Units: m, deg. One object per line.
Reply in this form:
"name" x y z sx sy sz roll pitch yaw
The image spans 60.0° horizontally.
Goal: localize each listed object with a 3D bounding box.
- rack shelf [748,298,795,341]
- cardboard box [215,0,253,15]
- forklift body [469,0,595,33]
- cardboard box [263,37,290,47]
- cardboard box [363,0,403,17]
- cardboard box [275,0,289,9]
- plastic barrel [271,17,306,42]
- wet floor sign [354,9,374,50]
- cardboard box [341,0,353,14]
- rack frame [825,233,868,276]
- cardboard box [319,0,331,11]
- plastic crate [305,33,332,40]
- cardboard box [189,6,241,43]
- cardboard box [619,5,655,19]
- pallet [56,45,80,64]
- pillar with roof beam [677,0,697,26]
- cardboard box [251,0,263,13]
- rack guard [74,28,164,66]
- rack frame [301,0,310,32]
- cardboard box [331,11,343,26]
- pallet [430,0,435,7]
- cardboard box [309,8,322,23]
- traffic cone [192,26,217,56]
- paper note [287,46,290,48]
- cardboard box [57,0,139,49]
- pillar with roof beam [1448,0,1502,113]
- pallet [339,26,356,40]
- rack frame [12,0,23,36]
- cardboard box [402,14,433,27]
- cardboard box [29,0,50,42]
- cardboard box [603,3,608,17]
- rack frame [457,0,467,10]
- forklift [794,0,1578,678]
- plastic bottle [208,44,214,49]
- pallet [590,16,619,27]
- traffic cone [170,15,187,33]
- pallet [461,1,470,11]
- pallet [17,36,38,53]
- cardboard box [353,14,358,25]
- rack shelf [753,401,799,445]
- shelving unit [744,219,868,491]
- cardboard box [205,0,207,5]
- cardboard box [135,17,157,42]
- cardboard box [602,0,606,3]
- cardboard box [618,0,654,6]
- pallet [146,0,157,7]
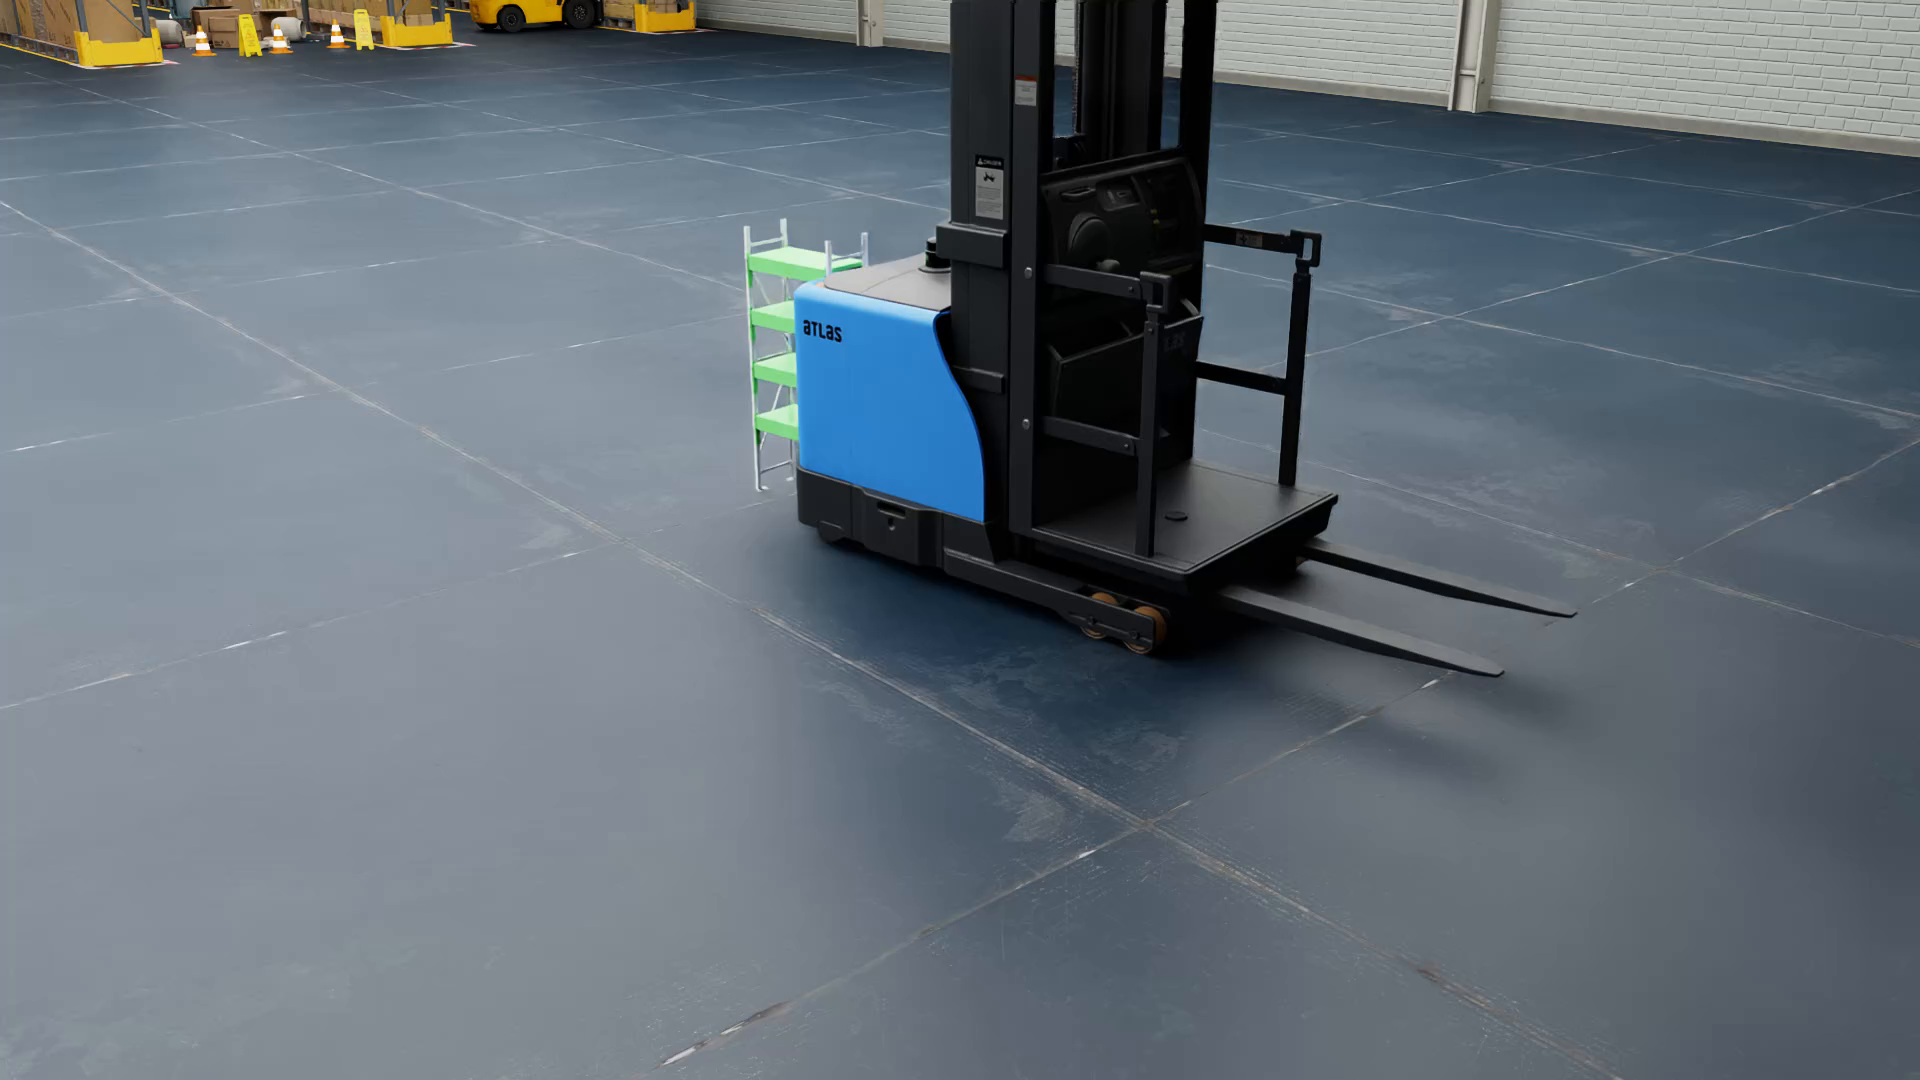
"rack shelf" -0.657 -0.921 7.208 0.480 0.148 0.258 17 27 37
"cardboard box" -13.402 -9.944 30.650 0.500 0.500 0.500 -17 27 -37
"forklift body" -8.324 -10.960 32.017 2.313 2.155 1.214 -17 27 -37
"cardboard box" -11.847 -8.636 28.830 0.380 0.149 0.250 -4 22 -10
"cardboard box" -10.182 -9.506 29.308 0.500 0.500 0.500 -17 27 -37
"cardboard box" -12.889 -10.502 32.711 0.950 0.372 0.625 -15 26 -34
"plastic barrel" -11.957 -9.093 29.620 0.512 0.421 0.421 0 21 -1
"wet floor sign" -10.148 -8.679 28.259 0.267 0.644 0.232 -8 23 -19
"cardboard box" -10.850 -9.791 30.035 0.500 0.500 0.500 -18 28 -39
"rack frame" -0.471 -0.700 7.125 0.015 1.200 0.240 17 27 37
"cardboard box" -11.534 -10.080 30.773 0.500 0.500 0.500 -16 27 -35
"plastic crate" -11.669 -9.199 30.362 0.583 0.080 0.402 12 24 27
"cardboard box" -13.143 -9.122 29.399 0.797 0.637 0.503 -17 27 -37
"cardboard box" -6.250 -10.235 32.197 0.500 0.250 0.500 -17 27 -37
"pallet" -13.727 -7.780 26.559 1.003 0.211 1.213 -17 27 -37
"pillar with roof beam" -8.737 -13.441 28.961 9.100 9.000 0.400 -17 27 -37
"cardboard box" -13.835 -10.904 33.739 0.950 0.372 0.625 -18 28 -38
"rack guard" -13.130 -7.706 25.973 1.175 0.500 0.348 -17 27 -37
"rack frame" -12.073 -11.188 31.435 1.000 3.000 0.127 -17 27 -37
"cardboard box" -11.187 -9.585 30.537 0.500 0.250 0.500 -18 28 -38
"pallet" -12.177 -12.729 39.195 1.003 0.211 1.213 -17 27 -37
"cardboard box" -11.892 -9.876 31.280 0.500 0.250 0.500 -19 28 -40
"traffic cone" -12.417 -8.180 27.234 0.336 0.463 0.334 -17 27 -37
"paper note" -11.587 -8.488 28.612 0.142 0.019 0.148 12 24 27
"cardboard box" -13.638 -8.254 26.283 0.875 0.875 0.875 -17 27 -37
"pillar with roof beam" 3.013 -8.468 16.264 9.100 9.000 0.400 -17 27 -37
"pallet" -10.807 -9.375 30.631 1.003 0.211 1.213 -17 27 -37
"rack frame" -15.757 -9.981 28.355 1.000 3.000 0.127 -17 27 -37
"cardboard box" -9.779 -9.287 29.776 0.500 0.250 0.500 -18 28 -38
"cardboard box" -14.808 -8.749 27.547 0.875 0.875 0.875 -17 27 -37
"cardboard box" -6.887 -10.515 32.912 0.500 0.250 0.500 -17 27 -37
"rack frame" -10.926 -13.476 37.276 1.000 3.000 0.127 -17 27 -37
"forklift" 0.766 -1.175 5.966 3.031 2.935 1.130 17 27 37
"plastic bottle" -12.933 -8.458 28.495 0.283 0.061 0.133 12 24 27
"pallet" -7.027 -10.505 33.516 1.003 0.211 1.213 -17 27 -37
"traffic cone" -14.890 -9.858 31.518 0.336 0.463 0.334 -17 27 -37
"pallet" -10.418 -11.940 37.180 1.003 0.211 1.213 -17 27 -37
"pallet" -15.320 -8.454 28.280 1.003 0.211 1.213 -17 27 -37
"cardboard box" -10.525 -9.302 29.815 0.500 0.250 0.500 -17 27 -37
"rack shelf" -0.657 -0.474 7.383 0.480 0.148 0.258 17 27 37
"shelving unit" -0.657 -0.757 7.272 0.503 1.200 0.258 17 27 37
"cardboard box" -16.234 -12.204 36.368 0.875 0.875 0.875 -16 27 -36
"cardboard box" -13.966 -8.634 28.339 0.500 0.500 0.500 -12 25 -28
"cardboard box" -6.930 -10.752 32.832 0.500 0.250 0.500 -18 28 -39
"cardboard box" -6.258 -10.473 32.120 0.500 0.250 0.500 -18 28 -38
"pallet" -18.532 -12.666 39.032 1.003 0.211 1.213 -17 27 -37
